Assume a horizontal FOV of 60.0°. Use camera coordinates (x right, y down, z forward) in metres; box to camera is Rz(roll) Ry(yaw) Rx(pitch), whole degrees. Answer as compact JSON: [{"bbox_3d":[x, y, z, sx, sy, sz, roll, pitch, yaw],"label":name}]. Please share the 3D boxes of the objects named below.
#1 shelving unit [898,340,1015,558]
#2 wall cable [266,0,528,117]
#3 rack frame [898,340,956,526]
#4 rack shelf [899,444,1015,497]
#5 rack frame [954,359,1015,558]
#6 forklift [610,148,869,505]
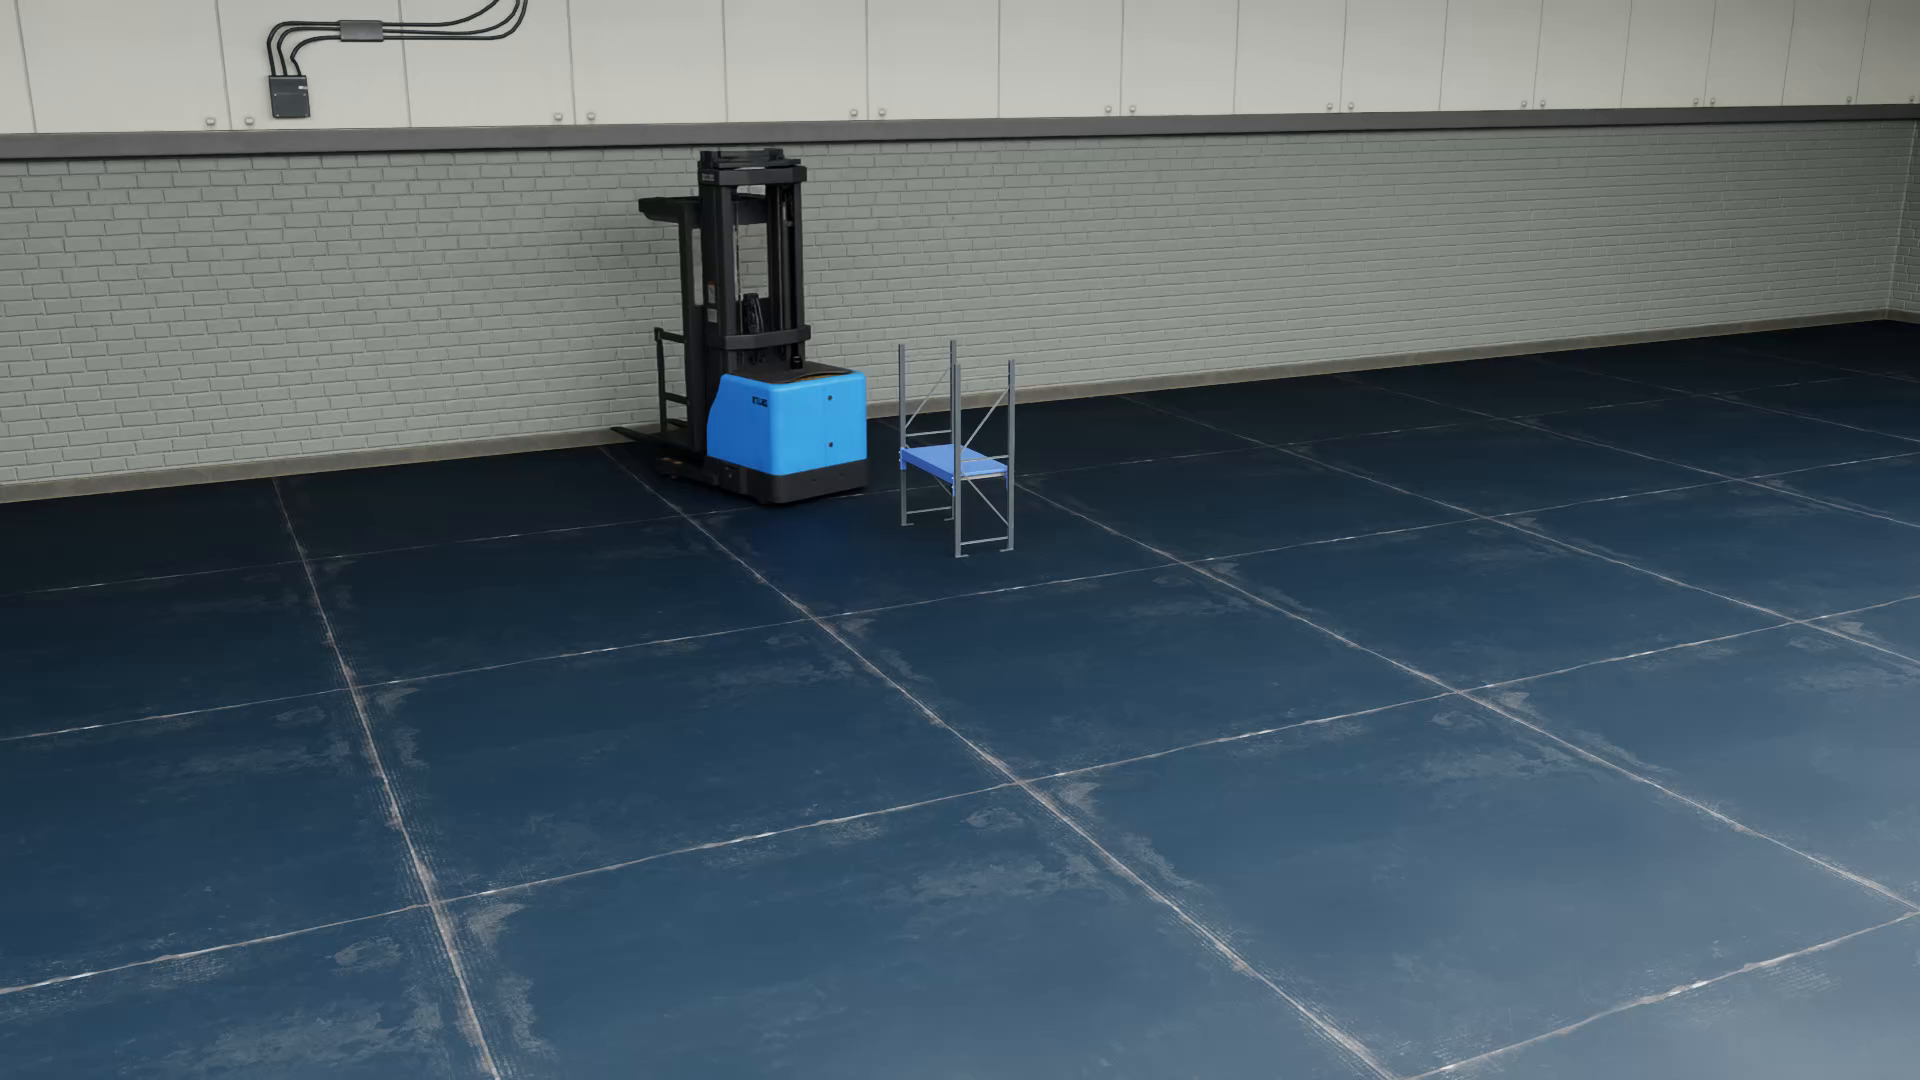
[{"bbox_3d":[-0.037,-0.742,13.117,0.538,1.500,1.048,-8,18,-25],"label":"shelving unit"},{"bbox_3d":[-4.951,-6.711,14.156,2.305,6.003,0.169,-8,18,-25],"label":"wall cable"},{"bbox_3d":[-0.260,-0.868,13.557,0.500,1.500,0.032,-8,18,-25],"label":"rack frame"},{"bbox_3d":[-0.037,-0.569,13.167,0.538,0.185,1.000,-8,18,-25],"label":"rack shelf"},{"bbox_3d":[0.185,-0.616,12.678,0.500,1.500,0.032,-8,18,-25],"label":"rack frame"},{"bbox_3d":[-2.164,-2.045,15.065,1.130,2.935,3.031,-14,21,-40],"label":"forklift"}]
